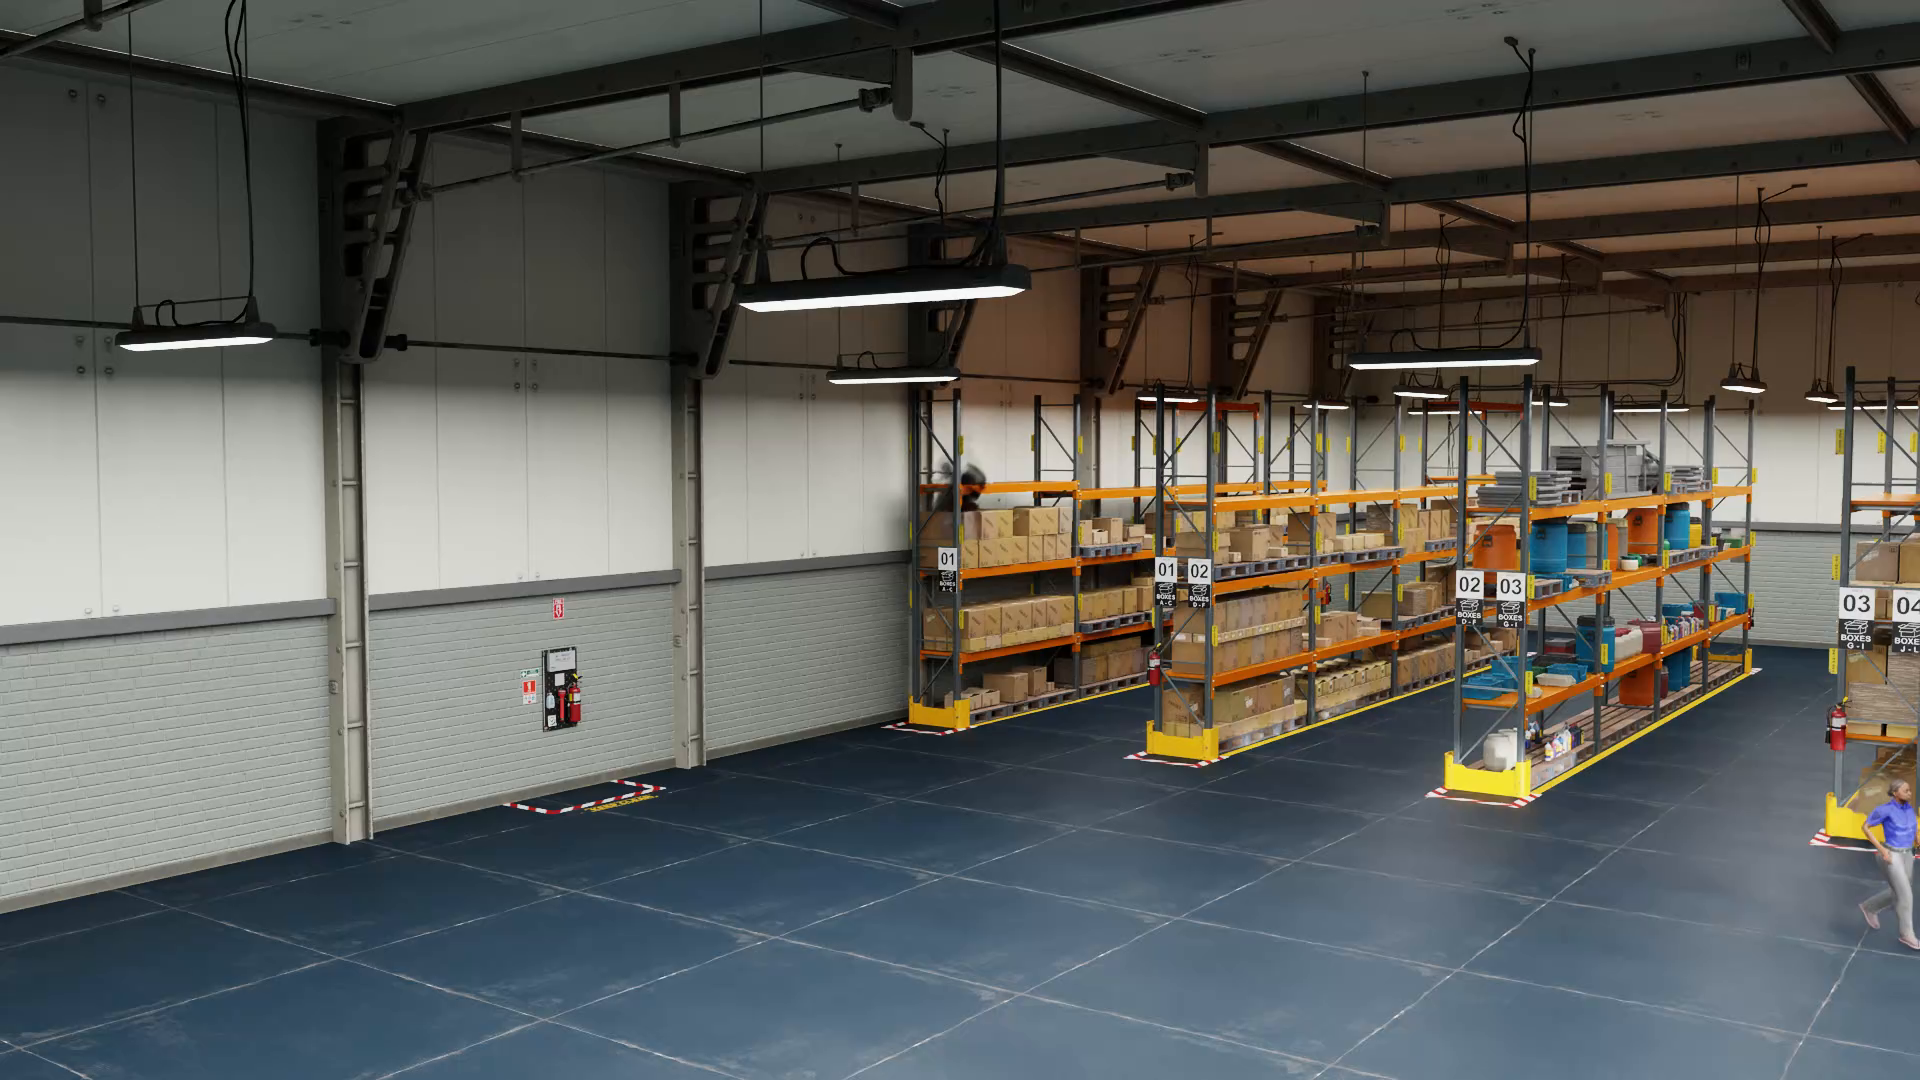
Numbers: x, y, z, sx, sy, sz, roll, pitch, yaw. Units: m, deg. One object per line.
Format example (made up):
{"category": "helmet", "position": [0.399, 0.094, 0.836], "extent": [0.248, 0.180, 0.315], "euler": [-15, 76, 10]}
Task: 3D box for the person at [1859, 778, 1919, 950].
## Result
{"category": "person", "position": [9.414, 3.218, 16.762], "extent": [0.597, 1.647, 0.788], "euler": [-1, 4, -25]}
